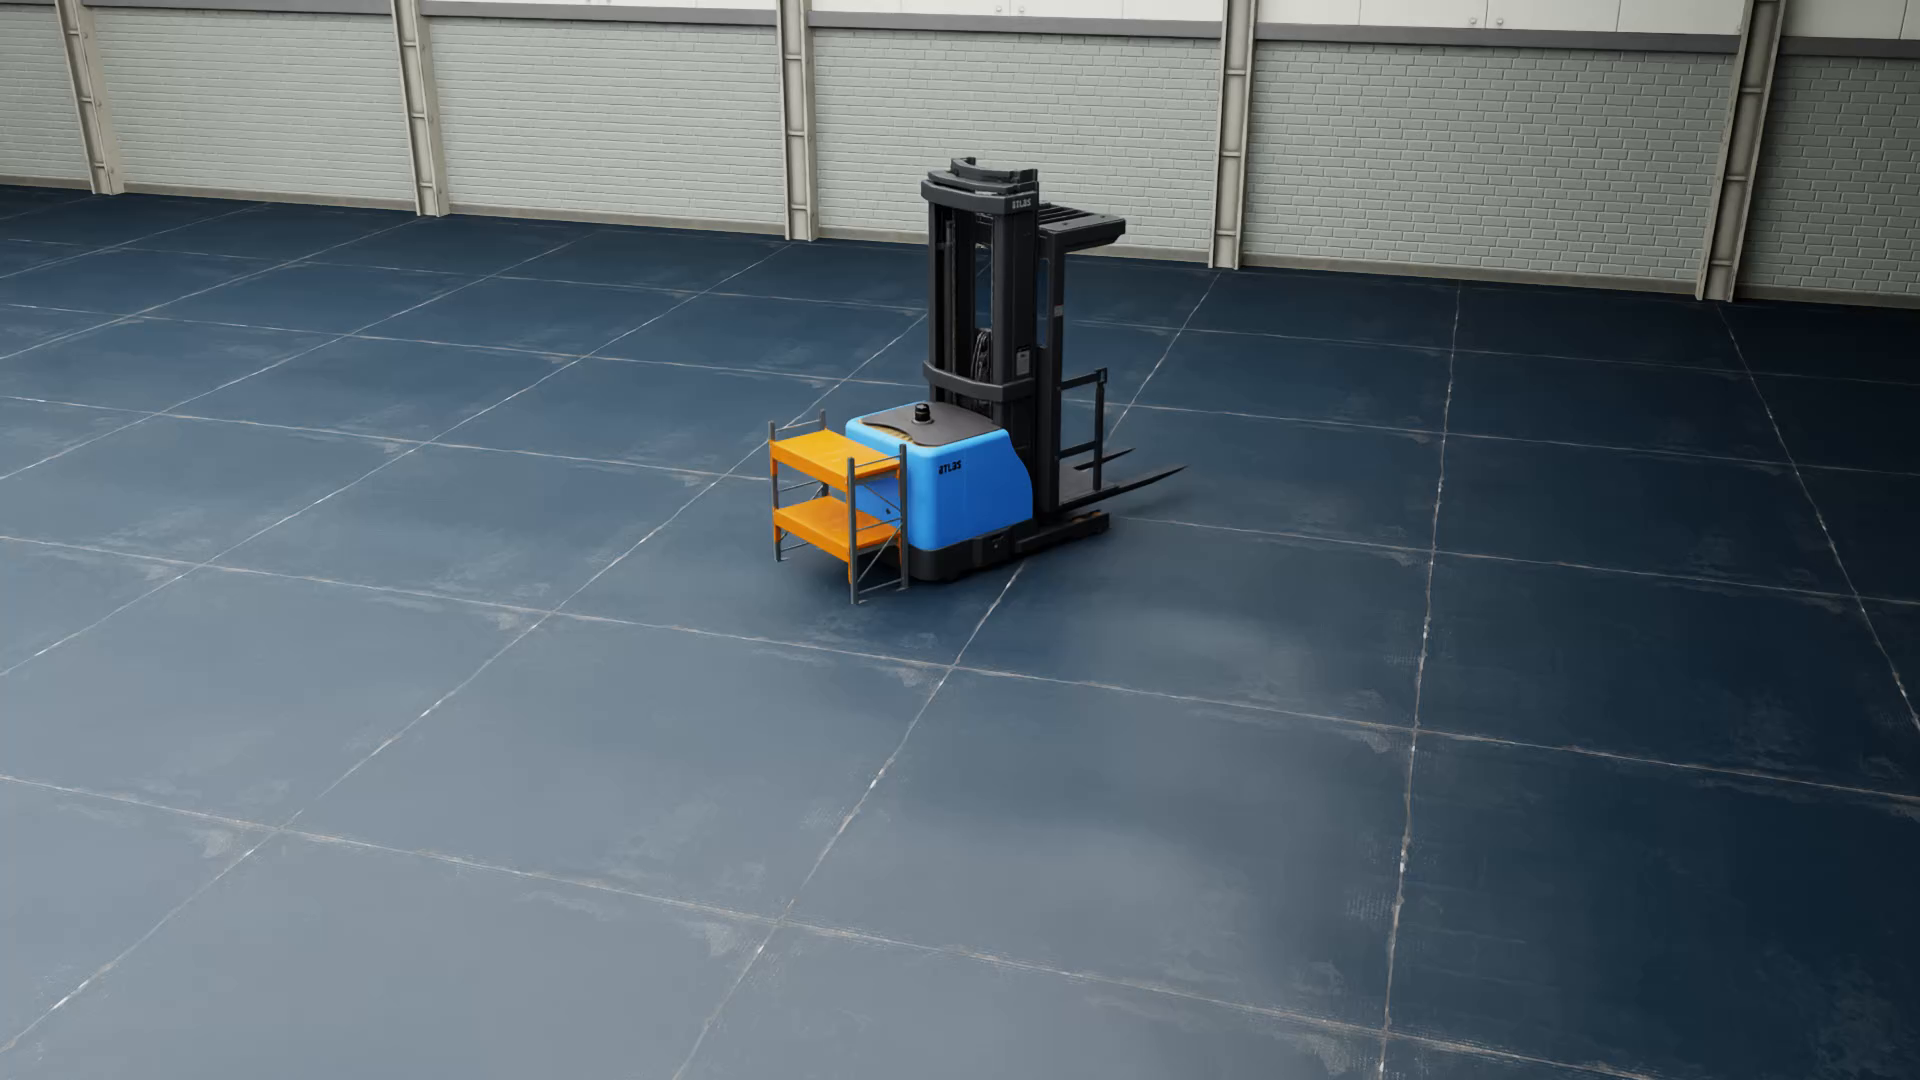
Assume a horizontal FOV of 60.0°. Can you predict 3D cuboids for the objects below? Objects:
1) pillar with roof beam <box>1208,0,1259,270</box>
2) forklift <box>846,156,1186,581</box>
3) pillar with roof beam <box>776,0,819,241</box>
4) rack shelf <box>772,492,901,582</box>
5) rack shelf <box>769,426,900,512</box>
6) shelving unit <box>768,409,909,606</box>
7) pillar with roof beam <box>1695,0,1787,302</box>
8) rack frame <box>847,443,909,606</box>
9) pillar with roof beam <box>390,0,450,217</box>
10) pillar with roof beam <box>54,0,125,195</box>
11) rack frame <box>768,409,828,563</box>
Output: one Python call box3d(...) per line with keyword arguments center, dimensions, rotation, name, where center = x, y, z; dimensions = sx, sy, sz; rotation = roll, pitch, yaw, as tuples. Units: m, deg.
box3d(center=(2.264, -6.228, 16.500), dimensions=(0.400, 9.000, 9.100), rotation=(7, 23, 16), name="pillar with roof beam")
box3d(center=(0.564, -1.498, 12.965), dimensions=(3.031, 2.935, 1.130), rotation=(-18, 29, -37), name="forklift")
box3d(center=(-3.480, -6.886, 18.104), dimensions=(0.400, 9.000, 9.100), rotation=(7, 23, 16), name="pillar with roof beam")
box3d(center=(-0.904, -0.034, 12.419), dimensions=(0.538, 0.278, 1.000), rotation=(-17, 28, -35), name="rack shelf")
box3d(center=(-0.904, -0.531, 12.215), dimensions=(0.538, 0.278, 1.000), rotation=(-17, 28, -35), name="rack shelf")
box3d(center=(-0.904, -0.260, 12.326), dimensions=(0.538, 1.125, 1.048), rotation=(-17, 28, -35), name="shelving unit")
box3d(center=(8.008, -5.570, 14.897), dimensions=(0.400, 9.000, 9.100), rotation=(7, 23, 16), name="pillar with roof beam")
box3d(center=(-0.585, -0.110, 11.960), dimensions=(0.500, 1.125, 0.032), rotation=(-17, 28, -35), name="rack frame")
box3d(center=(-9.224, -7.543, 19.707), dimensions=(0.400, 9.000, 9.100), rotation=(7, 23, 16), name="pillar with roof beam")
box3d(center=(-14.969, -8.201, 21.311), dimensions=(0.400, 9.000, 9.100), rotation=(7, 23, 16), name="pillar with roof beam")
box3d(center=(-1.223, -0.410, 12.692), dimensions=(0.500, 1.125, 0.032), rotation=(-17, 28, -35), name="rack frame")
